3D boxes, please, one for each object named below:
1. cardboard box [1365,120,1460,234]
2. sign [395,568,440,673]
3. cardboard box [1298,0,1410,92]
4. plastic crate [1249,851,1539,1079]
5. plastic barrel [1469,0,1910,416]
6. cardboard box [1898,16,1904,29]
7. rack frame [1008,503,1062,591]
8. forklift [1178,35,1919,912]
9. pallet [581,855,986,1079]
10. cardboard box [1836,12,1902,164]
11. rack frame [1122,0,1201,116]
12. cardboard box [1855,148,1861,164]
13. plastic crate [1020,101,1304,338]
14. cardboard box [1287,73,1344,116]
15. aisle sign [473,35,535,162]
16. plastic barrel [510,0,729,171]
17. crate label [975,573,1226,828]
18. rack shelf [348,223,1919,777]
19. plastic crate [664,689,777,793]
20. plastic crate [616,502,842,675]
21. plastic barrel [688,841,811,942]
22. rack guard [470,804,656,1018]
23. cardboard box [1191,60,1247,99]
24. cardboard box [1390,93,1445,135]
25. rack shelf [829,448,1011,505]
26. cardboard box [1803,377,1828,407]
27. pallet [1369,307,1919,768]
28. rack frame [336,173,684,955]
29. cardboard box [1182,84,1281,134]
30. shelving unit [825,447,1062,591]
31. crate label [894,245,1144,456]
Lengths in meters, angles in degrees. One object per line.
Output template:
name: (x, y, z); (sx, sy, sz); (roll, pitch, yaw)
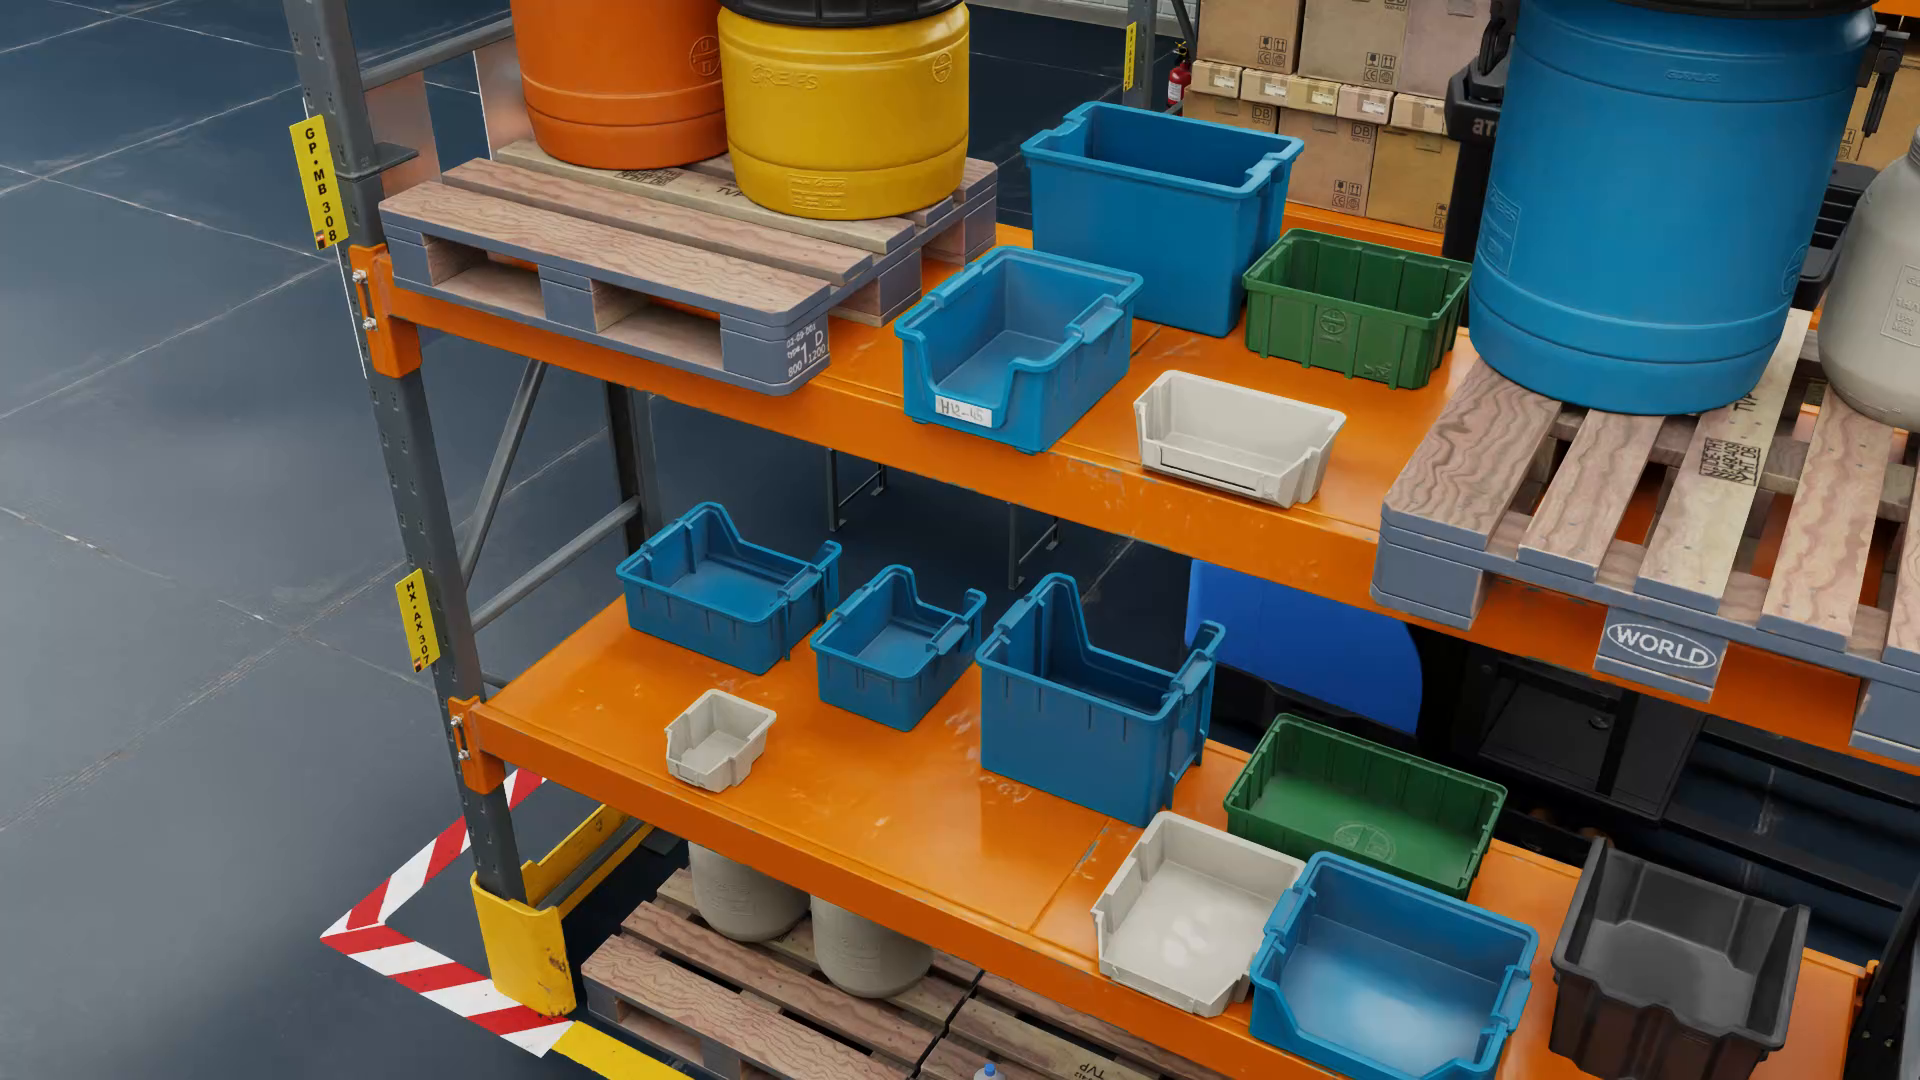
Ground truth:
cardboard box: (2.417, -1.915, 8.329); (0.500, 0.500, 0.700); (18, 38, 25)
sign: (-1.607, 0.242, 4.931); (0.005, 0.325, 0.100); (18, 37, 24)
cardboard box: (2.035, -2.580, 8.157); (0.500, 0.500, 0.700); (17, 37, 23)
plastic crate: (1.048, 1.082, 4.054); (0.616, 0.251, 0.499); (18, 37, 24)
plastic barrel: (1.332, -0.764, 3.153); (0.708, 0.901, 0.600); (18, 37, 24)
cardboard box: (6.497, -3.504, 10.924); (0.500, 0.250, 0.500); (18, 38, 25)
rack frame: (0.367, -0.508, 7.660); (0.032, 1.500, 0.500); (18, 37, 24)
forklift: (2.447, -0.292, 6.044); (3.031, 2.935, 1.130); (20, 39, 27)
pallet: (-0.538, 1.478, 5.840); (1.213, 0.211, 1.003); (18, 37, 24)
cardboard box: (3.776, -2.028, 7.329); (0.500, 0.500, 0.700); (17, 37, 24)
rack frame: (1.131, -2.289, 8.982); (0.127, 3.000, 1.000); (18, 37, 24)
cardboard box: (3.819, -1.612, 7.290); (0.250, 0.149, 0.380); (16, 37, 23)
plastic crate: (0.475, -0.769, 4.007); (0.575, 0.384, 0.392); (18, 37, 24)
cardboard box: (1.812, -2.249, 8.245); (0.250, 0.149, 0.380); (18, 38, 25)
aisle sign: (-1.245, -1.151, 4.927); (0.004, 0.787, 0.394); (18, 37, 24)
plastic barrel: (-0.845, -1.436, 4.228); (0.708, 0.830, 0.600); (18, 37, 24)
crate label: (0.402, 0.455, 4.829); (0.616, 0.435, 0.502); (18, 37, 24)
rack shelf: (0.407, -0.306, 3.946); (4.000, 0.370, 1.077); (18, 37, 24)
plastic crate: (-0.712, 0.604, 4.875); (0.250, 0.136, 0.298); (18, 37, 24)
plastic crate: (-0.747, 0.149, 5.454); (0.616, 0.251, 0.499); (18, 37, 24)
plastic barrel: (-0.720, 1.098, 5.760); (0.421, 0.512, 0.421); (0, 34, 0)
rack guard: (-1.240, 1.132, 6.099); (0.348, 0.500, 1.175); (18, 37, 24)
cardboard box: (1.365, -2.389, 8.456); (0.250, 0.149, 0.380); (17, 37, 24)
cardboard box: (2.262, -2.106, 8.031); (0.250, 0.149, 0.380); (16, 37, 23)
rack shelf: (-0.074, -0.498, 7.969); (1.000, 0.185, 0.538); (18, 37, 24)
cardboard box: (4.357, -0.810, 8.185); (0.500, 0.500, 0.500); (18, 37, 24)
pallet: (1.468, -0.128, 3.200); (1.003, 0.211, 1.213); (18, 37, 24)
rack frame: (-1.330, 0.093, 5.404); (0.127, 3.000, 1.000); (18, 37, 24)
cardboard box: (1.530, -2.196, 8.752); (0.500, 0.500, 0.700); (18, 37, 24)
shelving unit: (-0.074, -0.648, 7.870); (1.048, 1.500, 0.538); (18, 37, 24)
crate label: (0.131, -0.420, 3.602); (0.408, 0.251, 0.502); (18, 37, 24)
